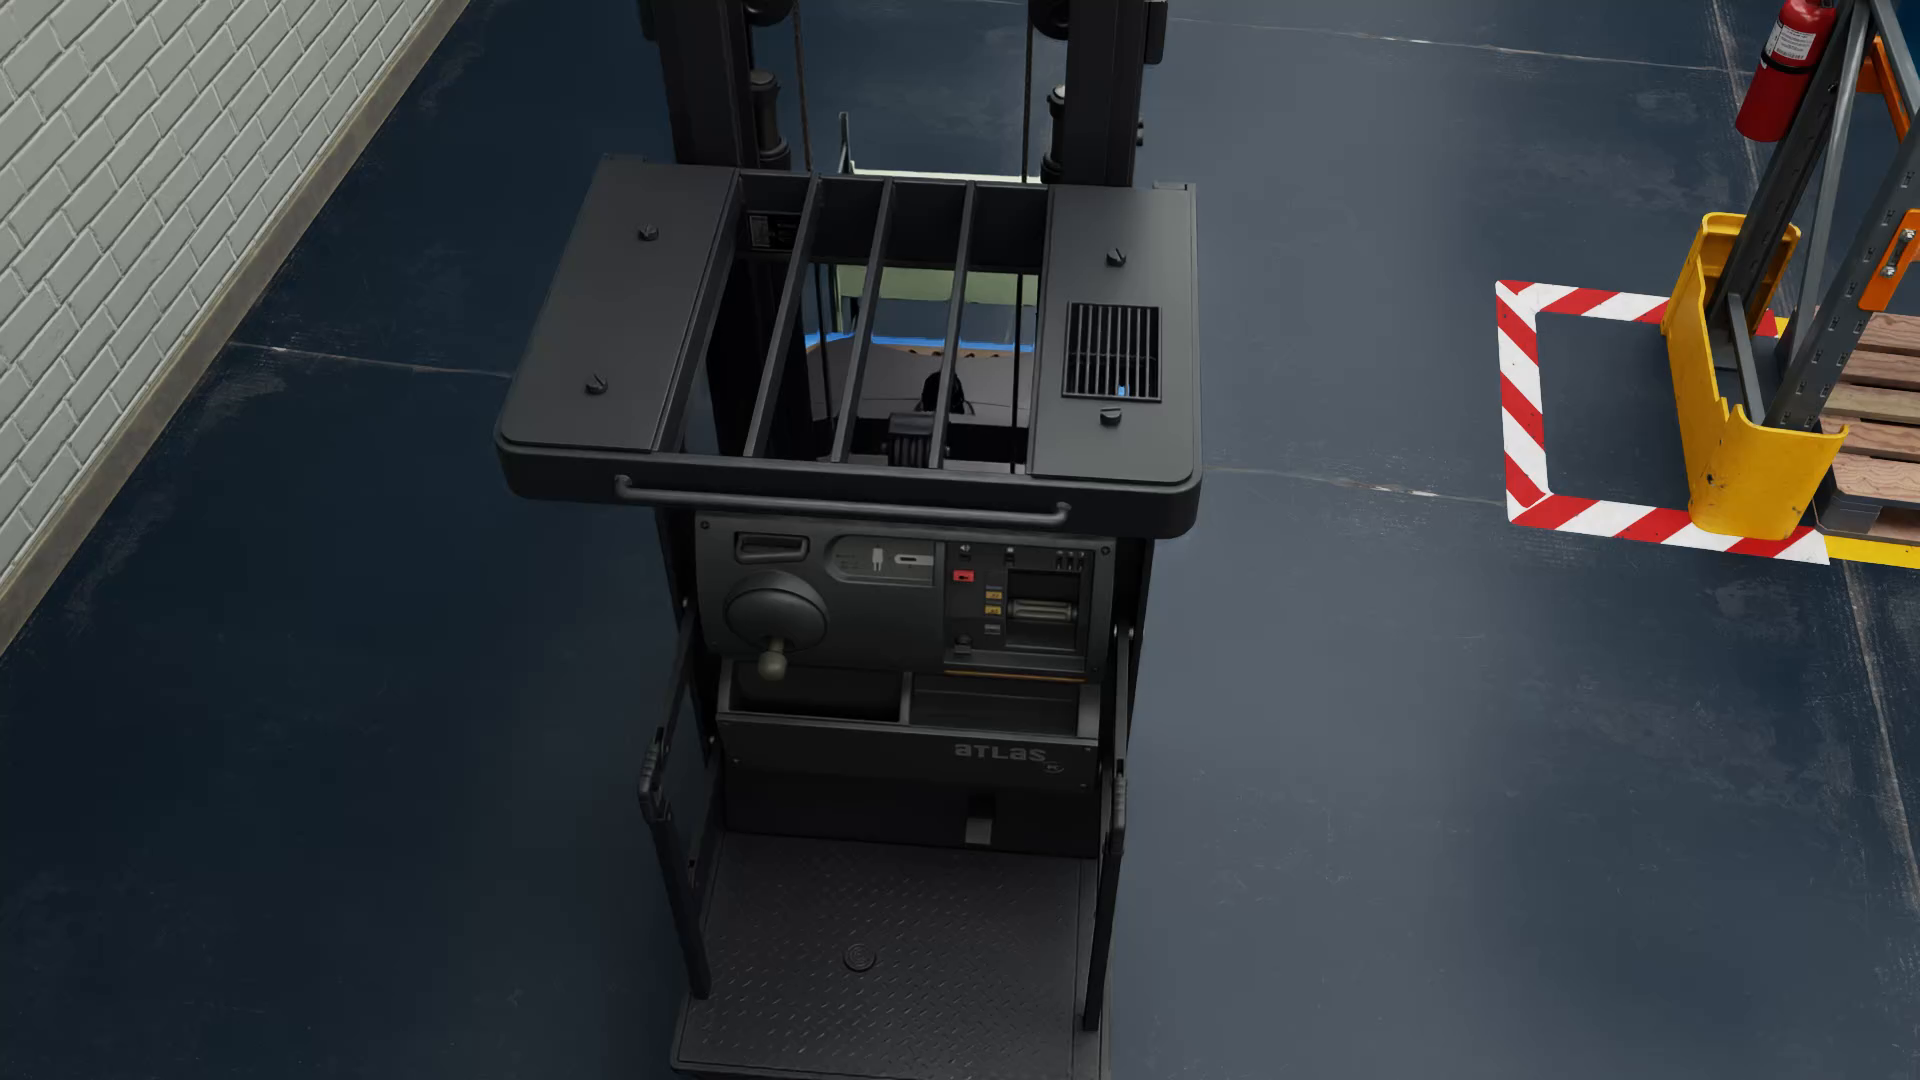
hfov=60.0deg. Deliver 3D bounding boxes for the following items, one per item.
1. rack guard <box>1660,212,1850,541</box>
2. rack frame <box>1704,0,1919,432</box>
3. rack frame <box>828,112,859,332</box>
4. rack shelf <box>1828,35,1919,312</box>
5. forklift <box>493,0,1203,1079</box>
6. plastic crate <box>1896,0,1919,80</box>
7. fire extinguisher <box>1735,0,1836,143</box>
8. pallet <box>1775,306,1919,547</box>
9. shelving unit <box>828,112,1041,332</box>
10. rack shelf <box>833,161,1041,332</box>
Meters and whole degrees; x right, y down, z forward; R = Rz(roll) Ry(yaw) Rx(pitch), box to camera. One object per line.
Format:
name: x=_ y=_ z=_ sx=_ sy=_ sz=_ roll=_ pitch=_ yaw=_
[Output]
rack guard: x=2.817 y=-0.606 z=5.958 sx=0.348 sy=0.500 sz=1.175 roll=8 pitch=49 yaw=7
rack frame: x=2.843 y=-1.448 z=5.034 sx=0.127 sy=3.000 sz=1.000 roll=8 pitch=49 yaw=7
rack frame: x=-0.354 y=-0.601 z=5.282 sx=0.023 sy=1.500 sz=0.400 roll=3 pitch=48 yaw=3
rack shelf: x=4.811 y=-0.943 z=5.064 sx=4.000 sy=0.370 sz=1.077 roll=8 pitch=49 yaw=7
forklift: x=-0.141 y=0.241 z=3.563 sx=1.130 sy=2.935 sz=3.031 roll=4 pitch=48 yaw=3
plastic crate: x=3.206 y=-1.572 z=5.082 sx=0.499 sy=0.435 sz=0.616 roll=8 pitch=49 yaw=7
fire extinguisher: x=2.775 y=-1.650 z=5.518 sx=0.183 sy=0.674 sz=0.296 roll=8 pitch=49 yaw=7
pallet: x=3.648 y=-0.378 z=5.948 sx=1.213 sy=0.211 sz=1.003 roll=8 pitch=49 yaw=7
shelving unit: x=0.011 y=-0.581 z=5.263 sx=0.755 sy=1.500 sz=0.431 roll=3 pitch=48 yaw=3
rack shelf: x=0.011 y=-0.841 z=4.973 sx=0.720 sy=0.370 sz=0.431 roll=3 pitch=48 yaw=3
